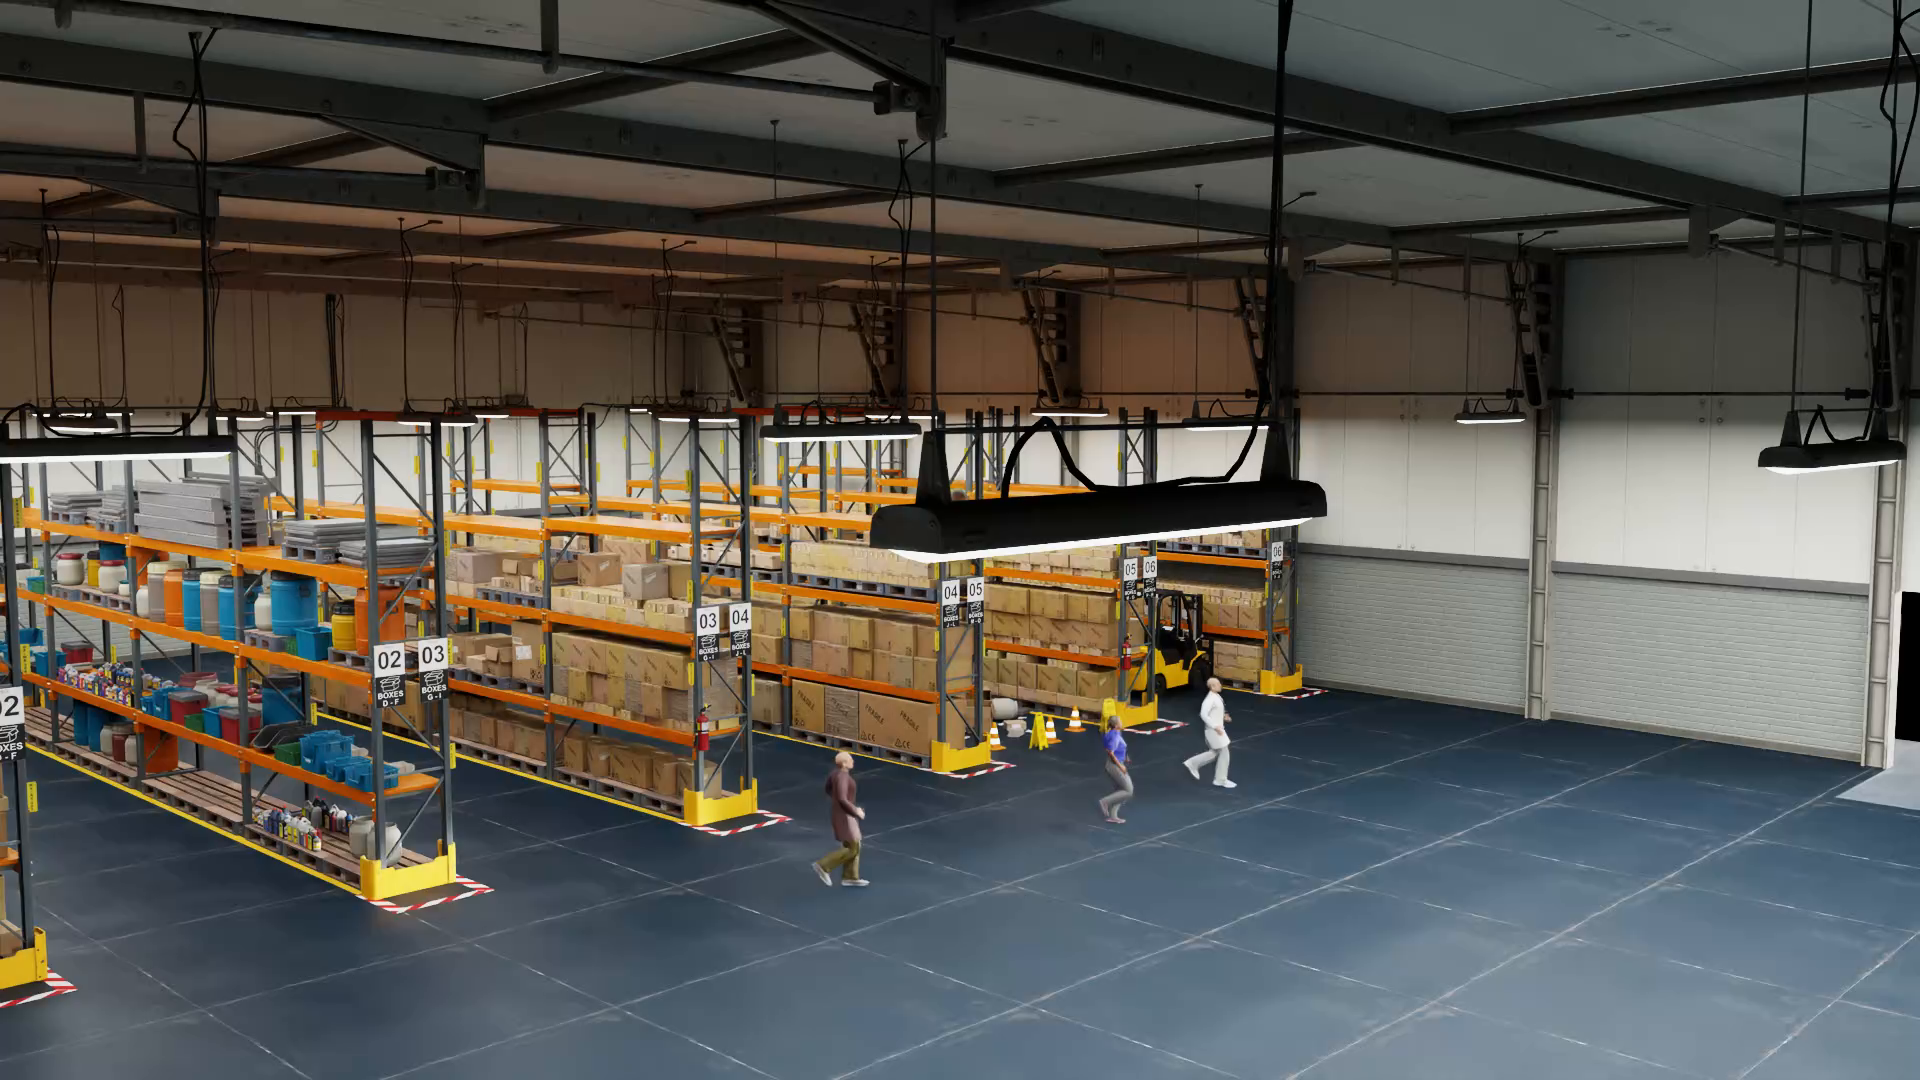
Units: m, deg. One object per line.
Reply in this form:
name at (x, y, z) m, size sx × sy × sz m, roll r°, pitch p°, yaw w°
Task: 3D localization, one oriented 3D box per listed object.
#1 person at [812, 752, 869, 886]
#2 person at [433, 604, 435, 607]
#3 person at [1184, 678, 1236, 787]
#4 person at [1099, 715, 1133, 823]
person at (-1.538, 3.580, 21.262) m, size 0.770 × 1.765 × 0.738 m, roll -1°, pitch 5°, yaw -16°
person at (-11.619, 2.234, 36.890) m, size 0.588 × 1.664 × 1.000 m, roll -4°, pitch 6°, yaw -37°
person at (4.036, 3.092, 26.782) m, size 0.843 × 1.773 × 0.698 m, roll 1°, pitch 5°, yaw 7°
person at (2.289, 3.373, 24.459) m, size 0.560 × 1.615 × 0.575 m, roll -1°, pitch 5°, yaw -12°
